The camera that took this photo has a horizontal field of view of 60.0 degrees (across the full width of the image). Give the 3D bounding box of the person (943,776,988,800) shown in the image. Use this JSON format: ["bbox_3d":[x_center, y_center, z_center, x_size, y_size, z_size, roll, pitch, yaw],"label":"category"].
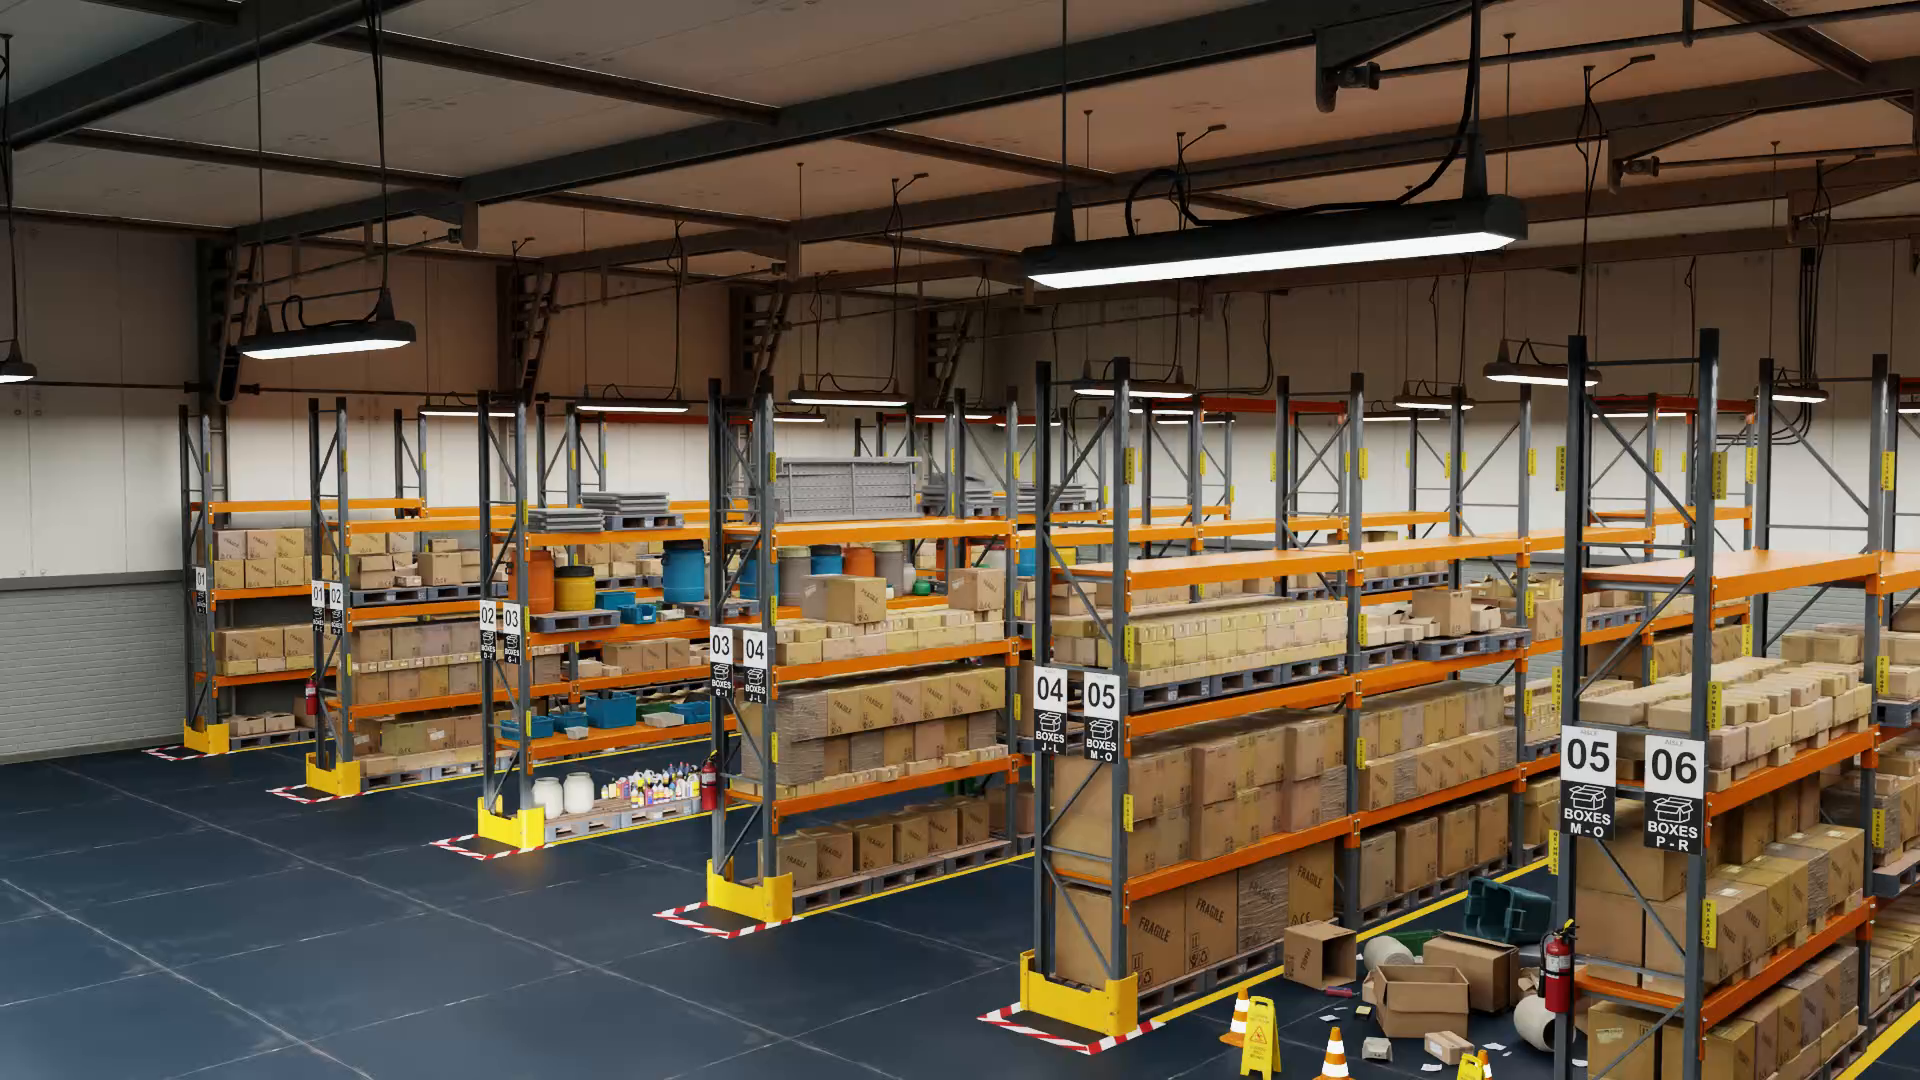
[{"bbox_3d":[0.084,3.142,23.458,1.091,1.618,0.649,-3,4,-40],"label":"person"}]

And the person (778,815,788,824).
[{"bbox_3d":[-2.473,3.087,23.250,0.717,1.717,0.591,2,3,28],"label":"person"}]
